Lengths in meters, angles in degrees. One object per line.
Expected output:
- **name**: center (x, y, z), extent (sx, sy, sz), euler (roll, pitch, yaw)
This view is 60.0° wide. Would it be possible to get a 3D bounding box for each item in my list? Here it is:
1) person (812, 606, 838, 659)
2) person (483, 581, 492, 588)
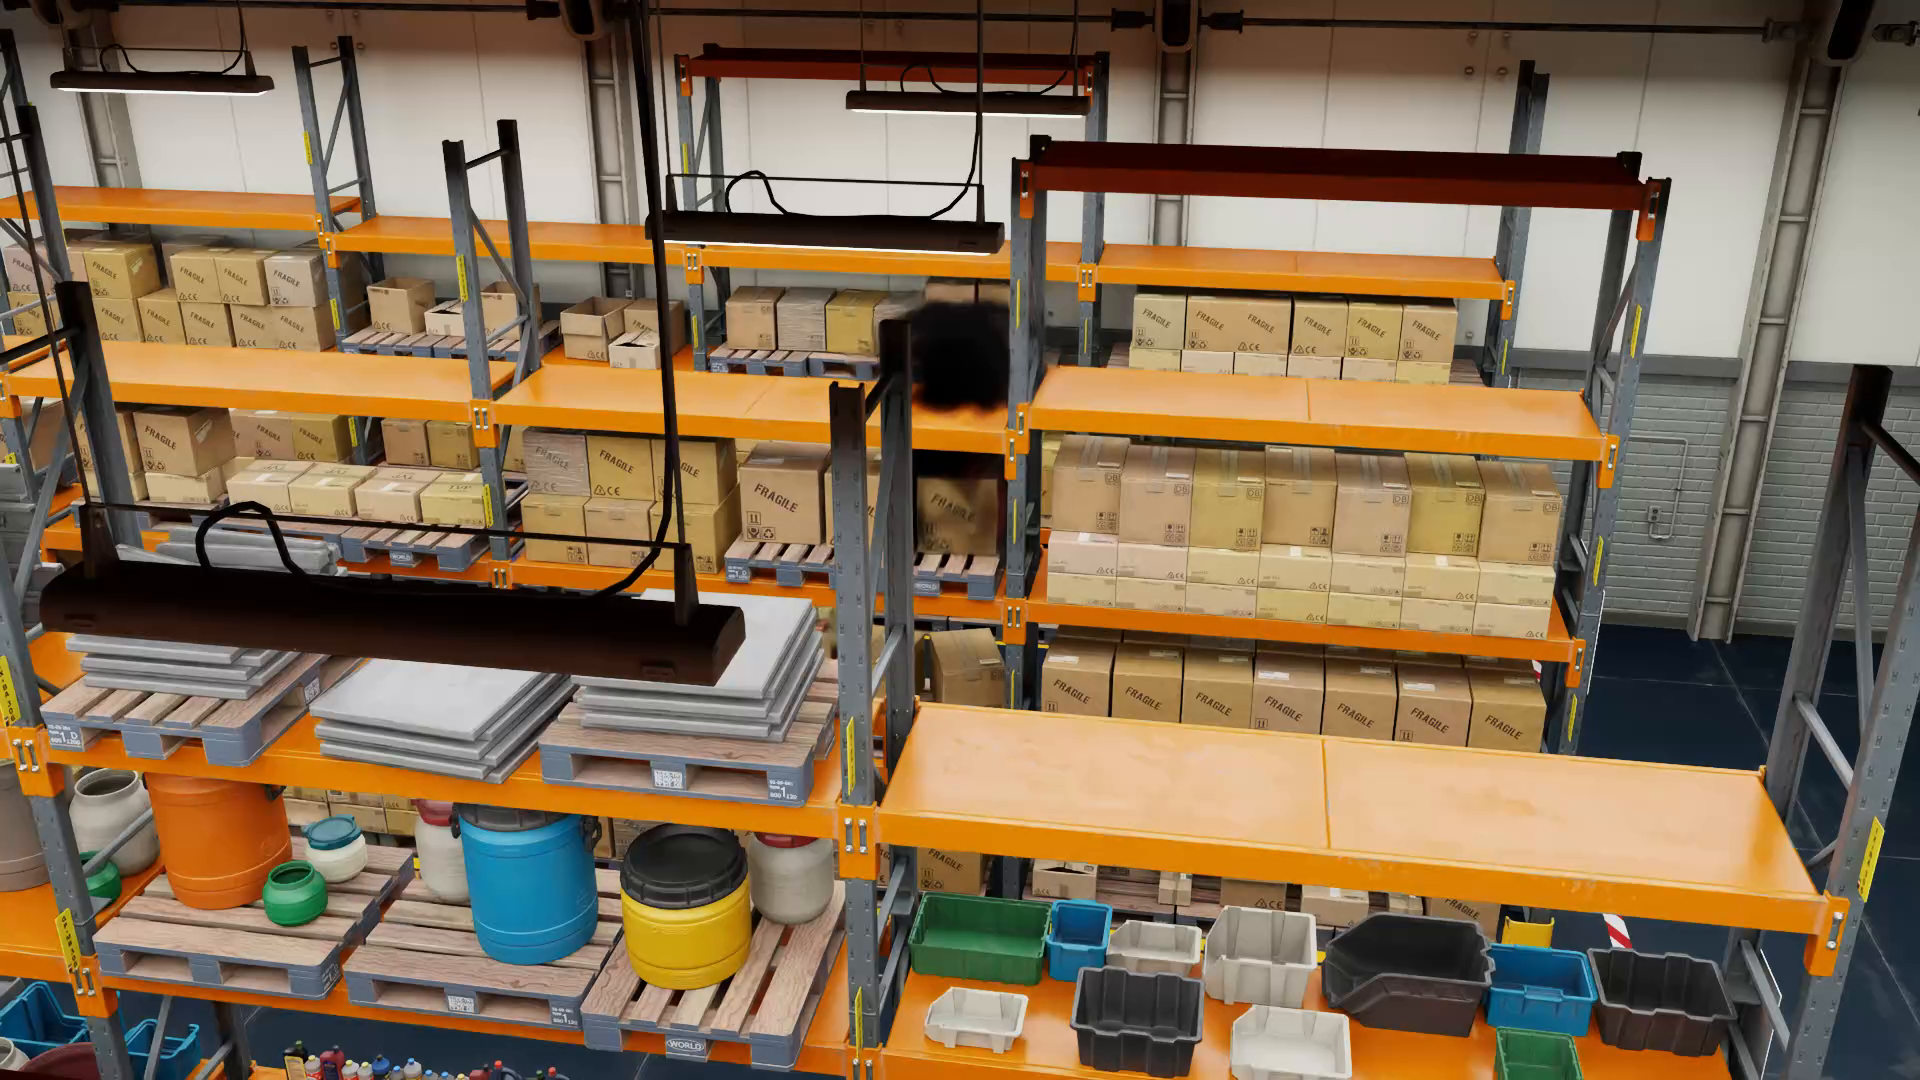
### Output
- **person**: center (-1.282, 0.979, 15.931), extent (0.616, 1.648, 0.581), euler (2, 23, 5)
- **person**: center (-4.517, 0.676, 16.753), extent (0.529, 1.600, 0.572), euler (-2, 23, -5)
